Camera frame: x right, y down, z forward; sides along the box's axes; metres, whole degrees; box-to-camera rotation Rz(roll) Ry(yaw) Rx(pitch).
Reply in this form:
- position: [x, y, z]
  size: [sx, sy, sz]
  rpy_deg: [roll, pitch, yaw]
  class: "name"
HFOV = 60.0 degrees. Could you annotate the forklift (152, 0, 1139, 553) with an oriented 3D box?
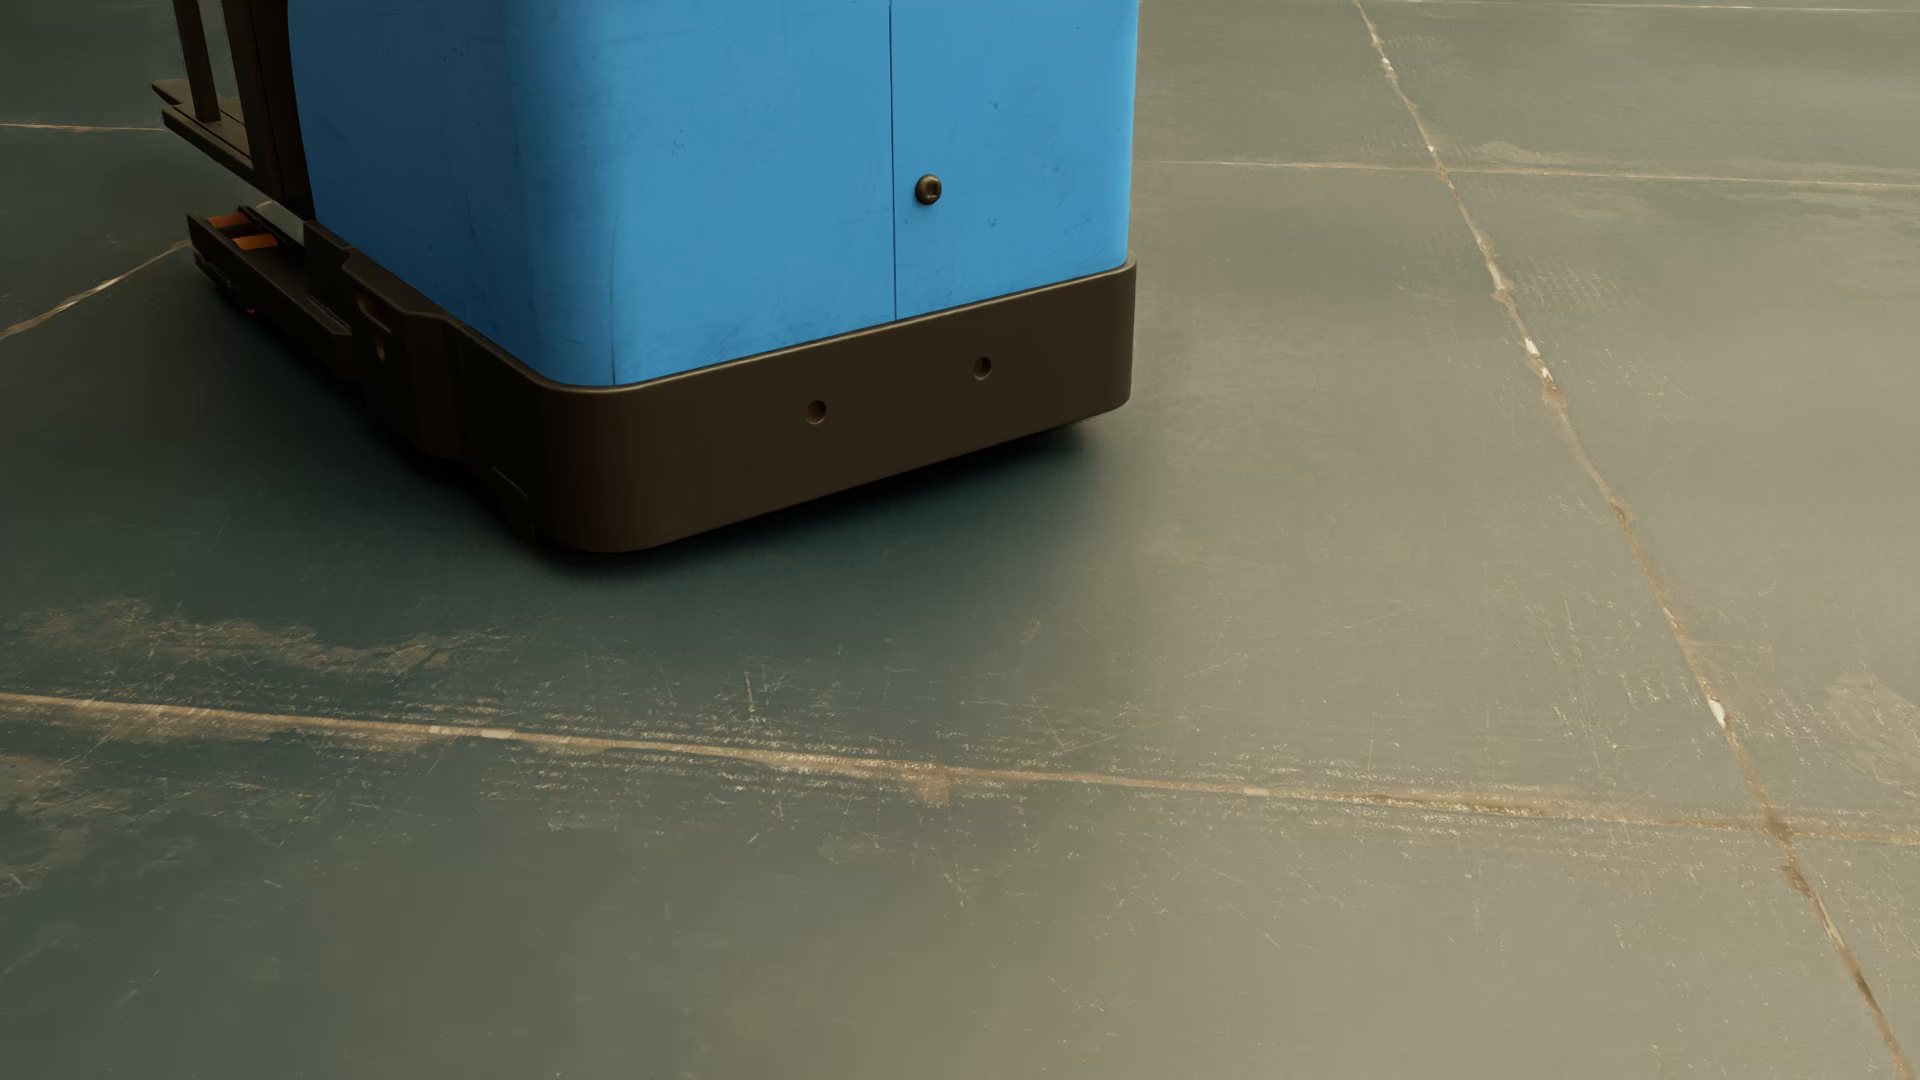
- position: [-0.992, -1.891, 3.007]
  size: [1.130, 2.935, 3.031]
  rpy_deg: [-18, 32, -32]
  class: "forklift"
